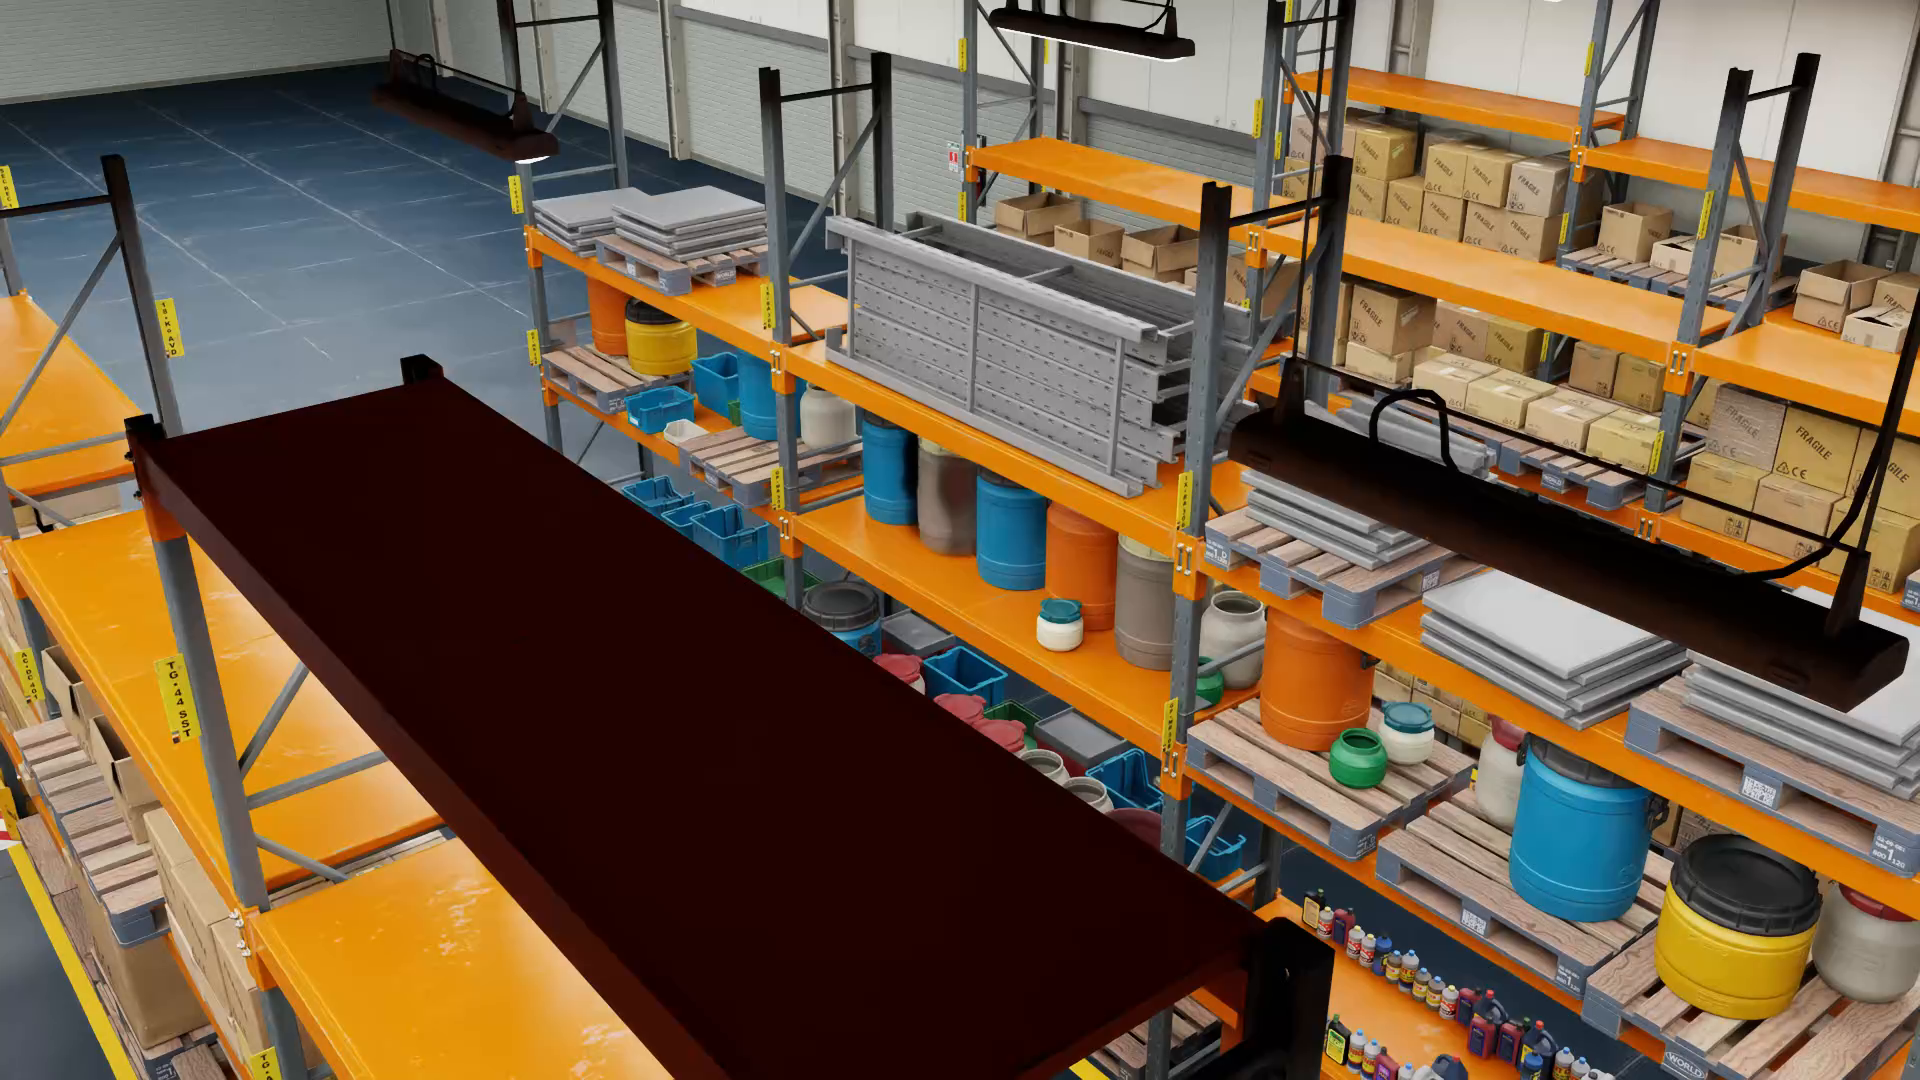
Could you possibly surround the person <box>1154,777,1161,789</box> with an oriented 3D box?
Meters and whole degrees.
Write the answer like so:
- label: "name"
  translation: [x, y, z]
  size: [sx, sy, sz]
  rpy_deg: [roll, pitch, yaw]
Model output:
- label: "person"
  translation: [1.840, 1.261, 13.622]
  size: [0.419, 1.810, 0.614]
  rpy_deg: [1, 26, 1]
